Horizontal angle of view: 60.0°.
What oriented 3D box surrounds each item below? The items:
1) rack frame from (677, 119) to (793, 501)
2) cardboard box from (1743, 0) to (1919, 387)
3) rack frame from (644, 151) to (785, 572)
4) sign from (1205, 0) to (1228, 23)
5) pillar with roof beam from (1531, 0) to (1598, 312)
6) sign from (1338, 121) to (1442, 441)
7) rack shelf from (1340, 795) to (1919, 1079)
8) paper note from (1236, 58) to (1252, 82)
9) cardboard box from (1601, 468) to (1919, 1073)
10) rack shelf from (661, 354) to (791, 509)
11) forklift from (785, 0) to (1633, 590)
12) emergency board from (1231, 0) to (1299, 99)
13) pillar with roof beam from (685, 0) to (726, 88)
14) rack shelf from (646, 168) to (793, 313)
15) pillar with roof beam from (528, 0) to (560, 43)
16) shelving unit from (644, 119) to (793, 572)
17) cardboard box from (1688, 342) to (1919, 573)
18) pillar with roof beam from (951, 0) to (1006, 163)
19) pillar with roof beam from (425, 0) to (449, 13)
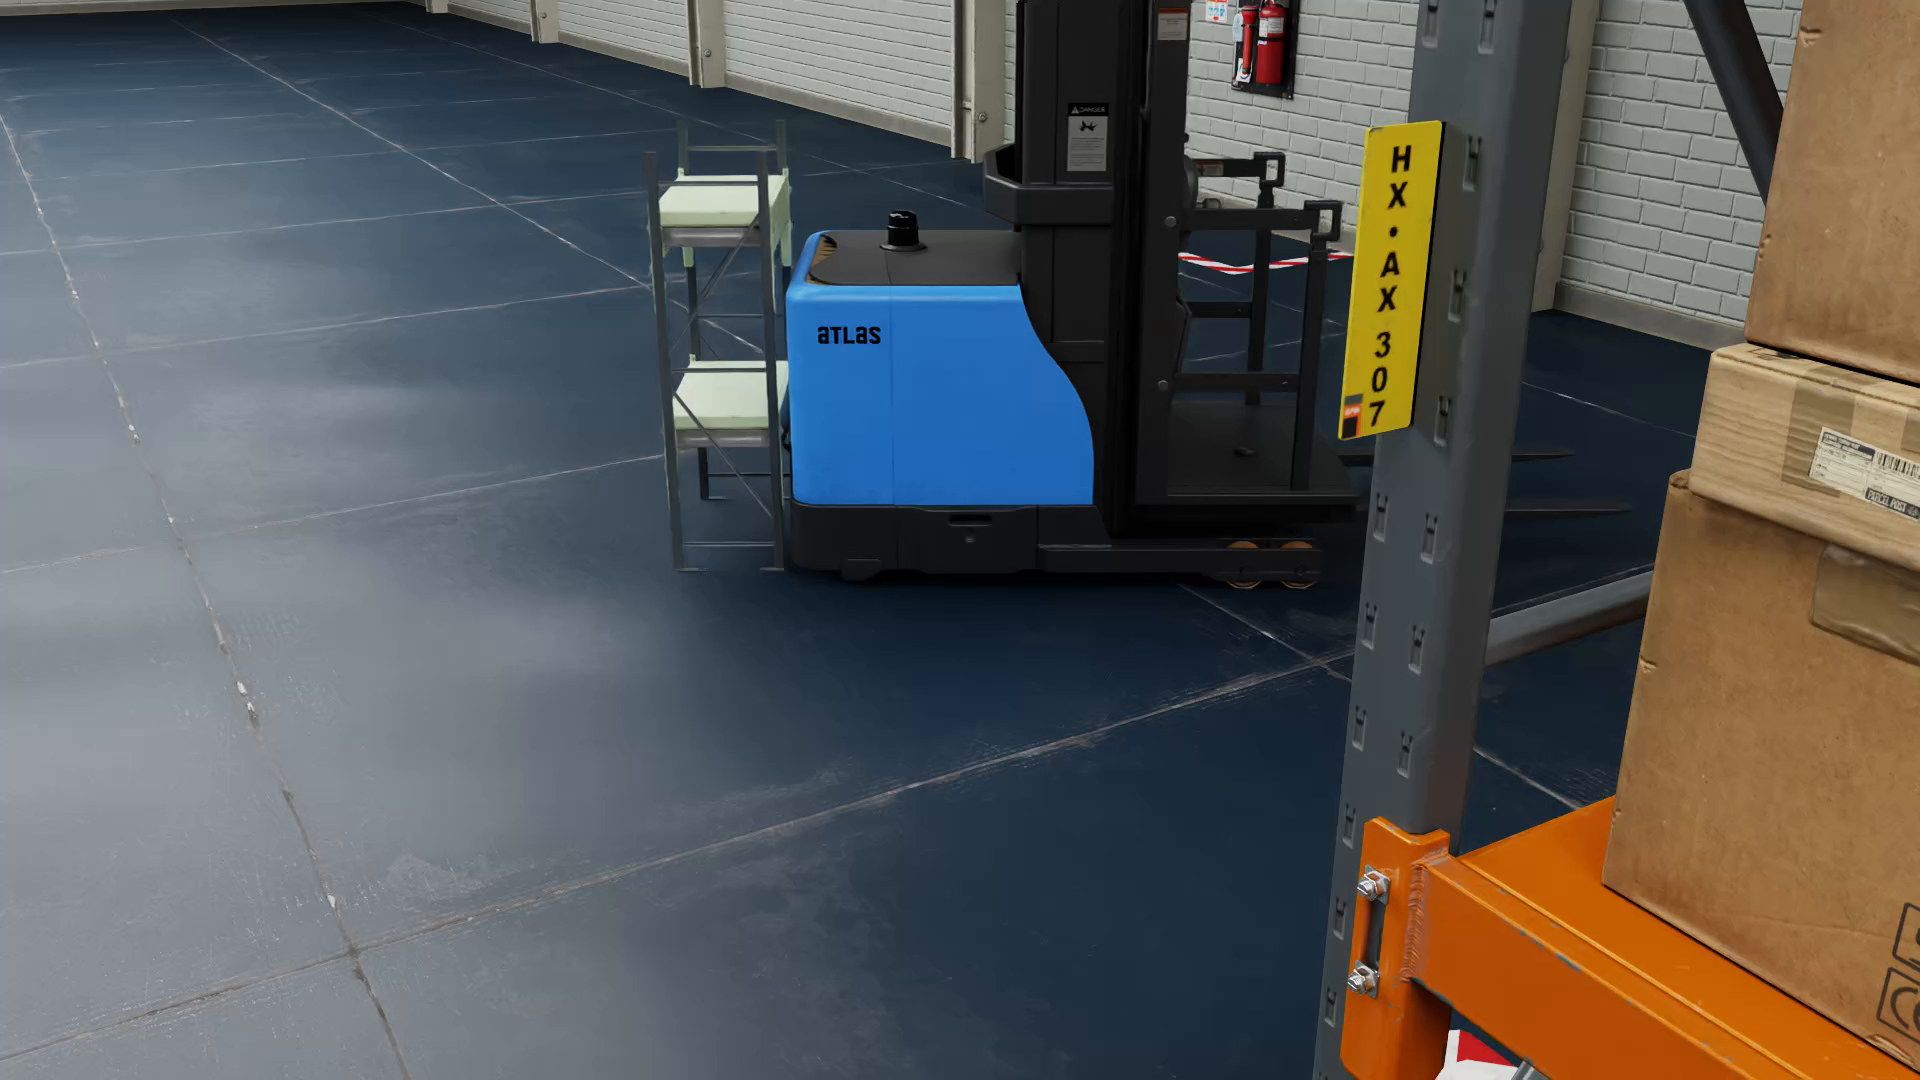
[{"bbox_3d":[-0.847,-0.859,6.433,0.400,1.500,0.023,0,22,-1],"label":"rack frame"},{"bbox_3d":[1.180,-0.409,1.480,0.700,0.500,0.500,-13,25,-28],"label":"cardboard box"},{"bbox_3d":[-0.837,-0.584,5.755,0.400,1.500,0.023,0,22,-1],"label":"rack frame"},{"bbox_3d":[1.795,-3.792,11.609,0.001,0.329,0.234,-13,25,-28],"label":"sign"},{"bbox_3d":[-0.482,-4.720,5.973,9.100,9.000,0.400,-13,25,-28],"label":"pillar with roof beam"},{"bbox_3d":[0.445,-0.266,1.727,0.100,0.325,0.005,-13,25,-28],"label":"sign"},{"bbox_3d":[1.947,1.048,0.705,1.077,0.370,4.000,-13,25,-28],"label":"rack shelf"},{"bbox_3d":[1.958,-3.239,11.466,0.016,0.148,0.142,-13,25,-28],"label":"paper note"},{"bbox_3d":[1.153,0.174,1.766,0.700,0.500,0.500,-13,25,-28],"label":"cardboard box"},{"bbox_3d":[-0.842,-0.419,6.217,0.431,0.370,0.720,0,22,-1],"label":"rack shelf"},{"bbox_3d":[0.913,-1.384,5.825,3.031,2.935,1.130,0,22,0],"label":"forklift"},{"bbox_3d":[1.989,-3.576,11.126,0.194,1.169,0.643,-13,25,-28],"label":"emergency board"},{"bbox_3d":[-6.612,-8.605,15.530,9.100,9.000,0.400,-13,25,-28],"label":"pillar with roof beam"},{"bbox_3d":[-0.842,-1.083,5.947,0.431,0.370,0.720,0,22,-1],"label":"rack shelf"},{"bbox_3d":[-9.677,-10.547,20.309,9.100,9.000,0.400,-13,25,-28],"label":"pillar with roof beam"},{"bbox_3d":[-0.842,-0.721,6.094,0.431,1.500,0.755,0,22,-1],"label":"shelving unit"},{"bbox_3d":[0.941,-0.111,1.607,0.380,0.149,0.250,-13,25,-29],"label":"cardboard box"},{"bbox_3d":[-3.547,-6.662,10.752,9.100,9.000,0.400,-13,25,-28],"label":"pillar with roof beam"},{"bbox_3d":[-12.742,-12.489,25.087,9.100,9.000,0.400,-13,25,-28],"label":"pillar with roof beam"}]
